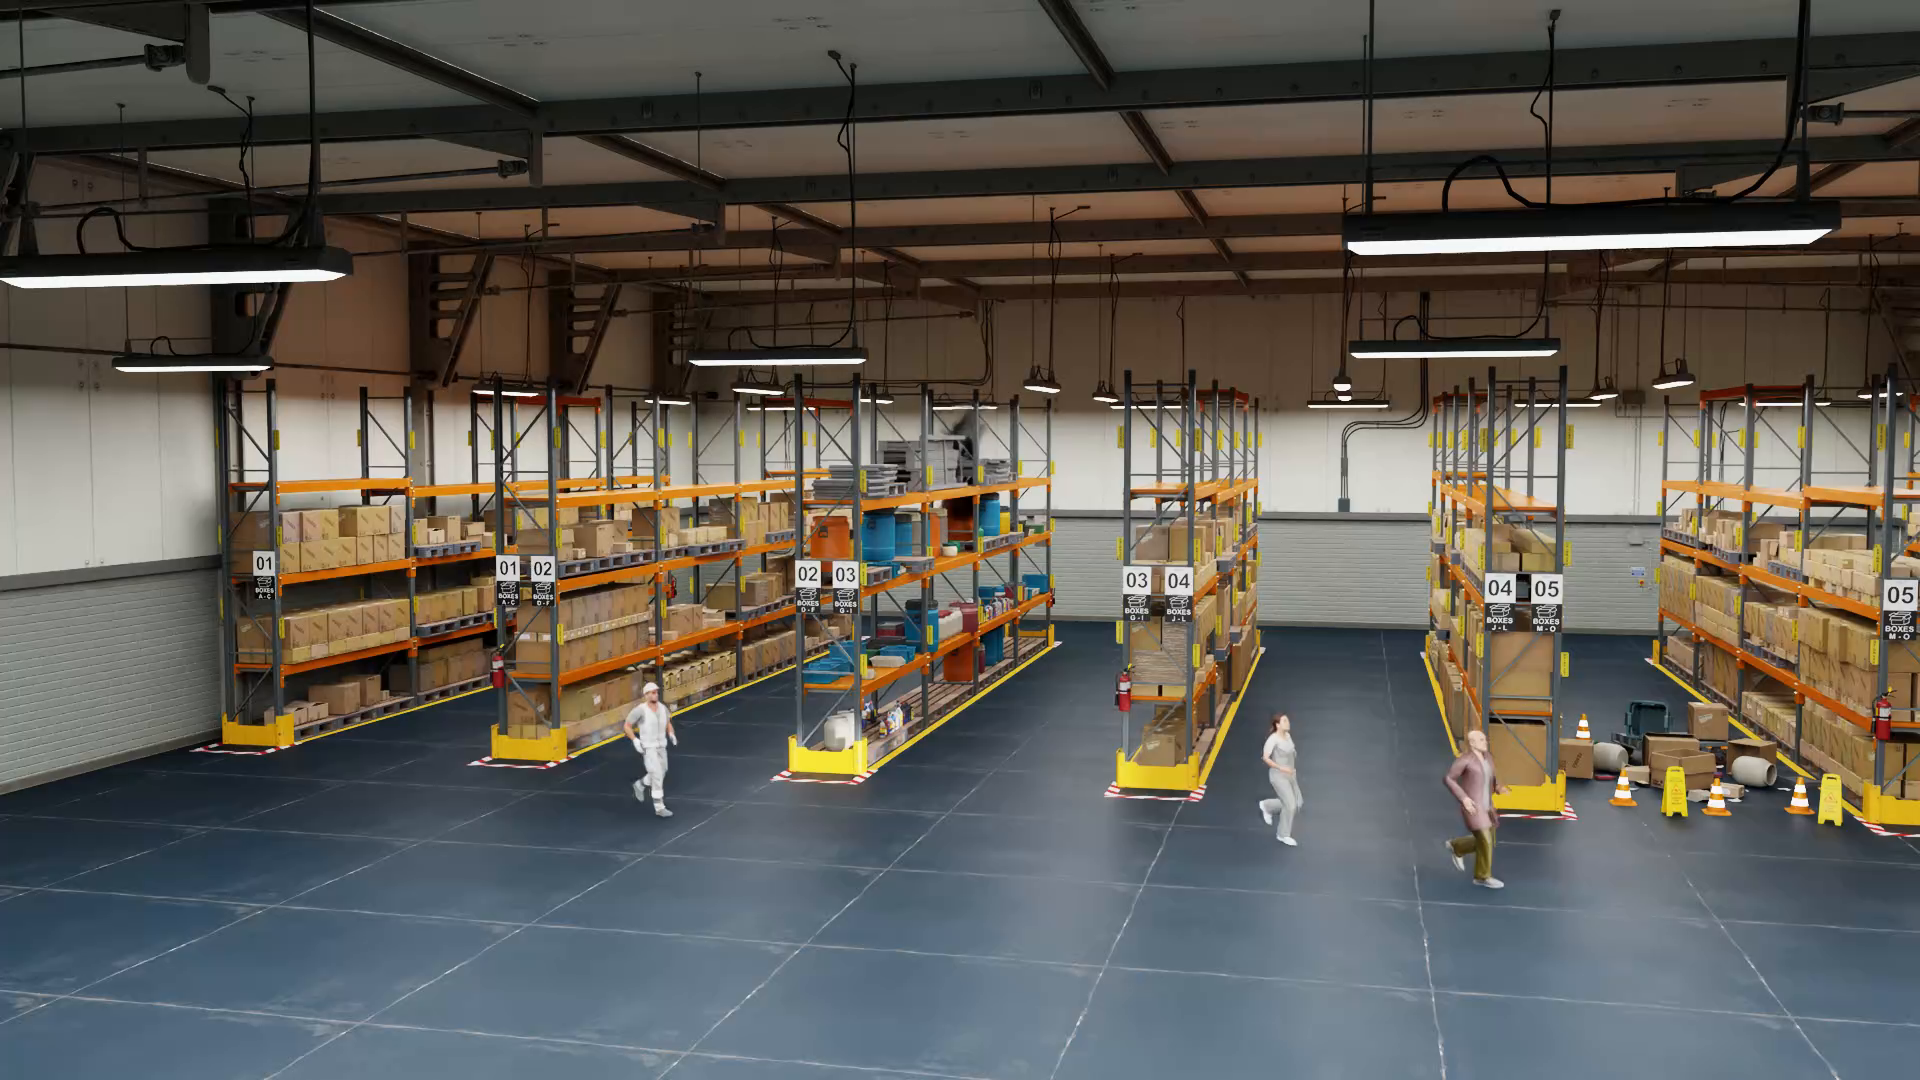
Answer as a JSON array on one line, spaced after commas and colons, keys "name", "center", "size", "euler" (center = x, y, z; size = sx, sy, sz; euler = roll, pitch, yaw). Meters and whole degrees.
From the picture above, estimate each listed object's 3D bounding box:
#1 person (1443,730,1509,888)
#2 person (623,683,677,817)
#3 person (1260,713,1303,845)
[{"name": "person", "center": [5.774, 3.002, 18.729], "size": [0.709, 1.742, 0.799], "euler": [-2, 4, -36]}, {"name": "person", "center": [-4.127, 2.781, 22.231], "size": [0.840, 1.763, 0.687], "euler": [3, 5, 41]}, {"name": "person", "center": [3.962, 2.956, 20.745], "size": [0.575, 1.632, 0.597], "euler": [3, 5, 41]}]
